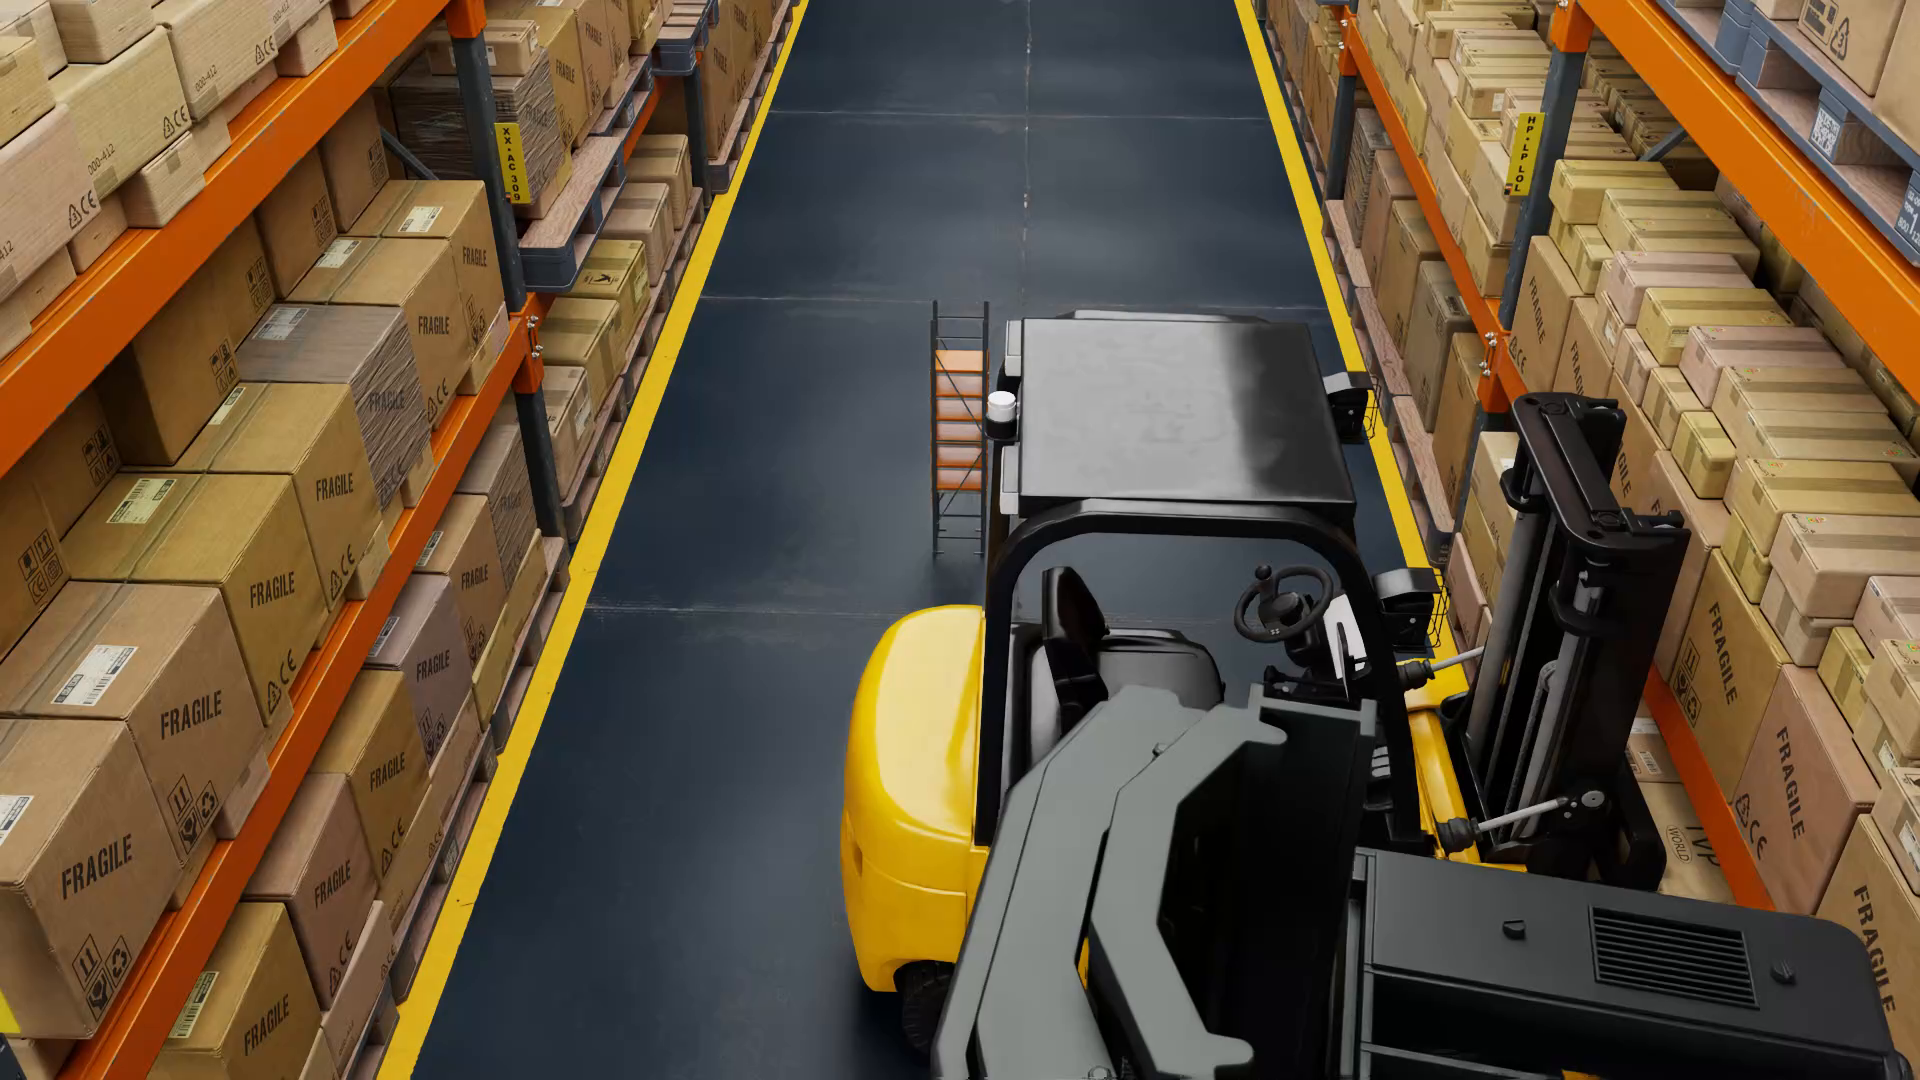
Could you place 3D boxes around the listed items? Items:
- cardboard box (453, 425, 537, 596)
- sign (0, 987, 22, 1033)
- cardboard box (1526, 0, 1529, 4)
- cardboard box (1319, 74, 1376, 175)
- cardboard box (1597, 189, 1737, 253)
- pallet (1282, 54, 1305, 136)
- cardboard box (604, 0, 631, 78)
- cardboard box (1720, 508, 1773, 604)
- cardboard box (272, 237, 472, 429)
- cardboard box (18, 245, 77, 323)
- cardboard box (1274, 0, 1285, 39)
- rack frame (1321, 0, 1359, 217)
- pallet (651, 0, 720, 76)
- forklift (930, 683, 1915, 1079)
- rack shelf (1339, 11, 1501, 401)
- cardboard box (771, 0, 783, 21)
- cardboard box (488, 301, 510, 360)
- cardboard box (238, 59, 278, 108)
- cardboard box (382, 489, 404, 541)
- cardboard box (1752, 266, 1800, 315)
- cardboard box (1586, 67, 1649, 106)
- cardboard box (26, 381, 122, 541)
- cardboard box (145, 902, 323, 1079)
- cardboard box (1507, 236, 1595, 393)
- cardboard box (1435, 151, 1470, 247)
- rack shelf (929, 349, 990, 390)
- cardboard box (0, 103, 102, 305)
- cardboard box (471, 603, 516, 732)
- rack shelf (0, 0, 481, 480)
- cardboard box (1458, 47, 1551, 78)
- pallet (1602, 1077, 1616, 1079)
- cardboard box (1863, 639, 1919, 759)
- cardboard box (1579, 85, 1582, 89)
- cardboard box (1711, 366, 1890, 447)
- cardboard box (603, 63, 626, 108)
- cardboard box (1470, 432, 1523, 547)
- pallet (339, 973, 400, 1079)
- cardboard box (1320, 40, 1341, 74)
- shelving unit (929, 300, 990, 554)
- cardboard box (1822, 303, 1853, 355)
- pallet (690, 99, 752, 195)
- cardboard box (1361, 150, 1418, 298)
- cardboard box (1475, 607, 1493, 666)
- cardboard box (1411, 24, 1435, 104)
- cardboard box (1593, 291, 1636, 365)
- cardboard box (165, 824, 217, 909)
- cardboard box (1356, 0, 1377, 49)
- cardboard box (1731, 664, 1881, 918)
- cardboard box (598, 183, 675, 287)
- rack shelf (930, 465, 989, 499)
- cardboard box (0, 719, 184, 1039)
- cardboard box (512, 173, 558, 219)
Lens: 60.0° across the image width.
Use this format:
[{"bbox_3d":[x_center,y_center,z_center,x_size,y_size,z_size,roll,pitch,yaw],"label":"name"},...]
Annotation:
[{"bbox_3d":[-2.042,-0.125,6.694,0.500,0.500,0.500,1,35,1],"label":"cardboard box"},{"bbox_3d":[-1.905,0.838,3.195,0.100,0.325,0.005,1,35,2],"label":"sign"},{"bbox_3d":[3.025,-2.827,8.513,0.380,0.149,0.250,1,35,2],"label":"cardboard box"},{"bbox_3d":[2.636,-2.701,10.793,0.500,0.500,0.500,2,35,3],"label":"cardboard box"},{"bbox_3d":[2.462,-1.104,5.803,0.380,0.149,0.250,2,35,3],"label":"cardboard box"},{"bbox_3d":[2.954,-3.290,12.248,1.003,0.211,1.213,1,35,2],"label":"pallet"},{"bbox_3d":[-1.918,-2.582,8.104,0.500,0.500,0.500,0,35,0],"label":"cardboard box"},{"bbox_3d":[2.274,0.043,4.429,0.380,0.149,0.250,2,35,2],"label":"cardboard box"},{"bbox_3d":[-2.070,-0.724,5.825,0.500,0.500,0.500,2,35,3],"label":"cardboard box"},{"bbox_3d":[-2.158,-0.575,3.569,0.380,0.149,0.250,1,35,2],"label":"cardboard box"},{"bbox_3d":[2.739,-4.172,12.886,0.500,0.500,0.500,1,35,1],"label":"cardboard box"},{"bbox_3d":[2.834,-3.304,9.842,1.000,3.000,0.127,1,35,2],"label":"rack frame"},{"bbox_3d":[-2.048,-2.926,9.471,1.213,0.211,1.003,1,35,2],"label":"pallet"},{"bbox_3d":[0.823,1.678,2.814,3.031,2.935,1.130,8,36,11],"label":"forklift"},{"bbox_3d":[2.754,-1.860,8.414,1.077,0.370,4.000,1,35,2],"label":"rack shelf"},{"bbox_3d":[-1.910,-4.659,13.253,0.875,0.875,0.875,2,35,3],"label":"cardboard box"},{"bbox_3d":[-1.995,-0.823,6.531,0.380,0.149,0.250,1,35,1],"label":"cardboard box"},{"bbox_3d":[-2.145,-1.316,4.624,0.380,0.149,0.250,2,35,3],"label":"cardboard box"},{"bbox_3d":[-2.072,-0.093,5.493,0.380,0.149,0.250,1,35,1],"label":"cardboard box"},{"bbox_3d":[2.923,-0.825,5.664,0.380,0.149,0.250,2,35,3],"label":"cardboard box"},{"bbox_3d":[2.965,-1.952,7.268,0.380,0.149,0.250,1,35,1],"label":"cardboard box"},{"bbox_3d":[-2.699,-0.276,4.319,0.700,0.500,0.500,1,35,1],"label":"cardboard box"},{"bbox_3d":[-2.138,1.356,4.586,0.500,0.500,0.500,0,35,0],"label":"cardboard box"},{"bbox_3d":[2.395,-0.797,6.189,0.500,0.500,0.500,0,35,1],"label":"cardboard box"},{"bbox_3d":[2.447,-1.529,7.447,0.500,0.250,0.500,1,35,2],"label":"cardboard box"},{"bbox_3d":[-0.001,-0.741,7.212,0.258,0.103,0.180,1,35,2],"label":"rack shelf"},{"bbox_3d":[-2.131,-0.679,3.371,0.500,0.250,0.500,1,35,1],"label":"cardboard box"},{"bbox_3d":[-2.053,0.487,6.474,0.500,0.250,0.500,0,35,1],"label":"cardboard box"},{"bbox_3d":[-2.367,-0.902,4.441,1.077,0.370,4.000,1,35,2],"label":"rack shelf"},{"bbox_3d":[2.471,-2.104,7.485,0.380,0.149,0.250,1,35,1],"label":"cardboard box"},{"bbox_3d":[2.502,1.993,4.730,1.003,0.211,1.213,1,35,2],"label":"pallet"},{"bbox_3d":[2.279,0.361,3.718,0.380,0.149,0.250,2,35,3],"label":"cardboard box"},{"bbox_3d":[3.012,-2.017,7.707,0.500,0.250,0.500,1,35,1],"label":"cardboard box"},{"bbox_3d":[2.399,-0.372,4.760,0.380,0.149,0.250,1,35,2],"label":"cardboard box"},{"bbox_3d":[-1.868,-2.245,8.190,0.380,0.149,0.250,3,35,4],"label":"cardboard box"},{"bbox_3d":[2.340,-0.191,6.569,0.500,0.250,0.500,1,35,1],"label":"cardboard box"},{"bbox_3d":[-2.376,1.811,4.989,1.003,0.211,1.213,1,35,2],"label":"pallet"},{"bbox_3d":[2.581,-3.165,10.890,0.380,0.149,0.250,0,35,-1],"label":"cardboard box"},{"bbox_3d":[-0.001,-0.483,7.393,0.258,1.200,0.189,1,35,2],"label":"shelving unit"},{"bbox_3d":[2.936,-0.654,5.162,0.380,0.149,0.250,1,35,1],"label":"cardboard box"},{"bbox_3d":[-2.019,-2.726,11.446,1.003,0.211,1.213,1,35,2],"label":"pallet"},{"bbox_3d":[2.777,-1.770,9.360,0.875,0.625,0.625,2,35,3],"label":"cardboard box"},{"bbox_3d":[2.318,0.510,6.442,0.500,0.250,0.500,1,35,1],"label":"cardboard box"},{"bbox_3d":[2.516,-2.315,8.132,0.500,0.250,0.500,2,35,3],"label":"cardboard box"},{"bbox_3d":[2.322,-0.695,5.480,0.380,0.149,0.250,2,35,3],"label":"cardboard box"},{"bbox_3d":[-2.139,0.797,4.226,0.380,0.149,0.250,0,35,0],"label":"cardboard box"},{"bbox_3d":[2.572,-2.993,9.530,0.500,0.250,0.500,1,35,2],"label":"cardboard box"},{"bbox_3d":[2.300,0.665,4.108,0.500,0.500,0.500,2,35,3],"label":"cardboard box"},{"bbox_3d":[-2.180,-1.764,9.572,0.950,0.372,0.625,1,35,1],"label":"cardboard box"},{"bbox_3d":[-0.001,-0.250,7.557,0.258,0.103,0.180,1,35,2],"label":"rack shelf"},{"bbox_3d":[-2.151,0.752,3.726,0.500,0.500,0.500,1,35,1],"label":"cardboard box"},{"bbox_3d":[-1.949,-1.497,7.125,0.380,0.149,0.250,2,35,3],"label":"cardboard box"}]
